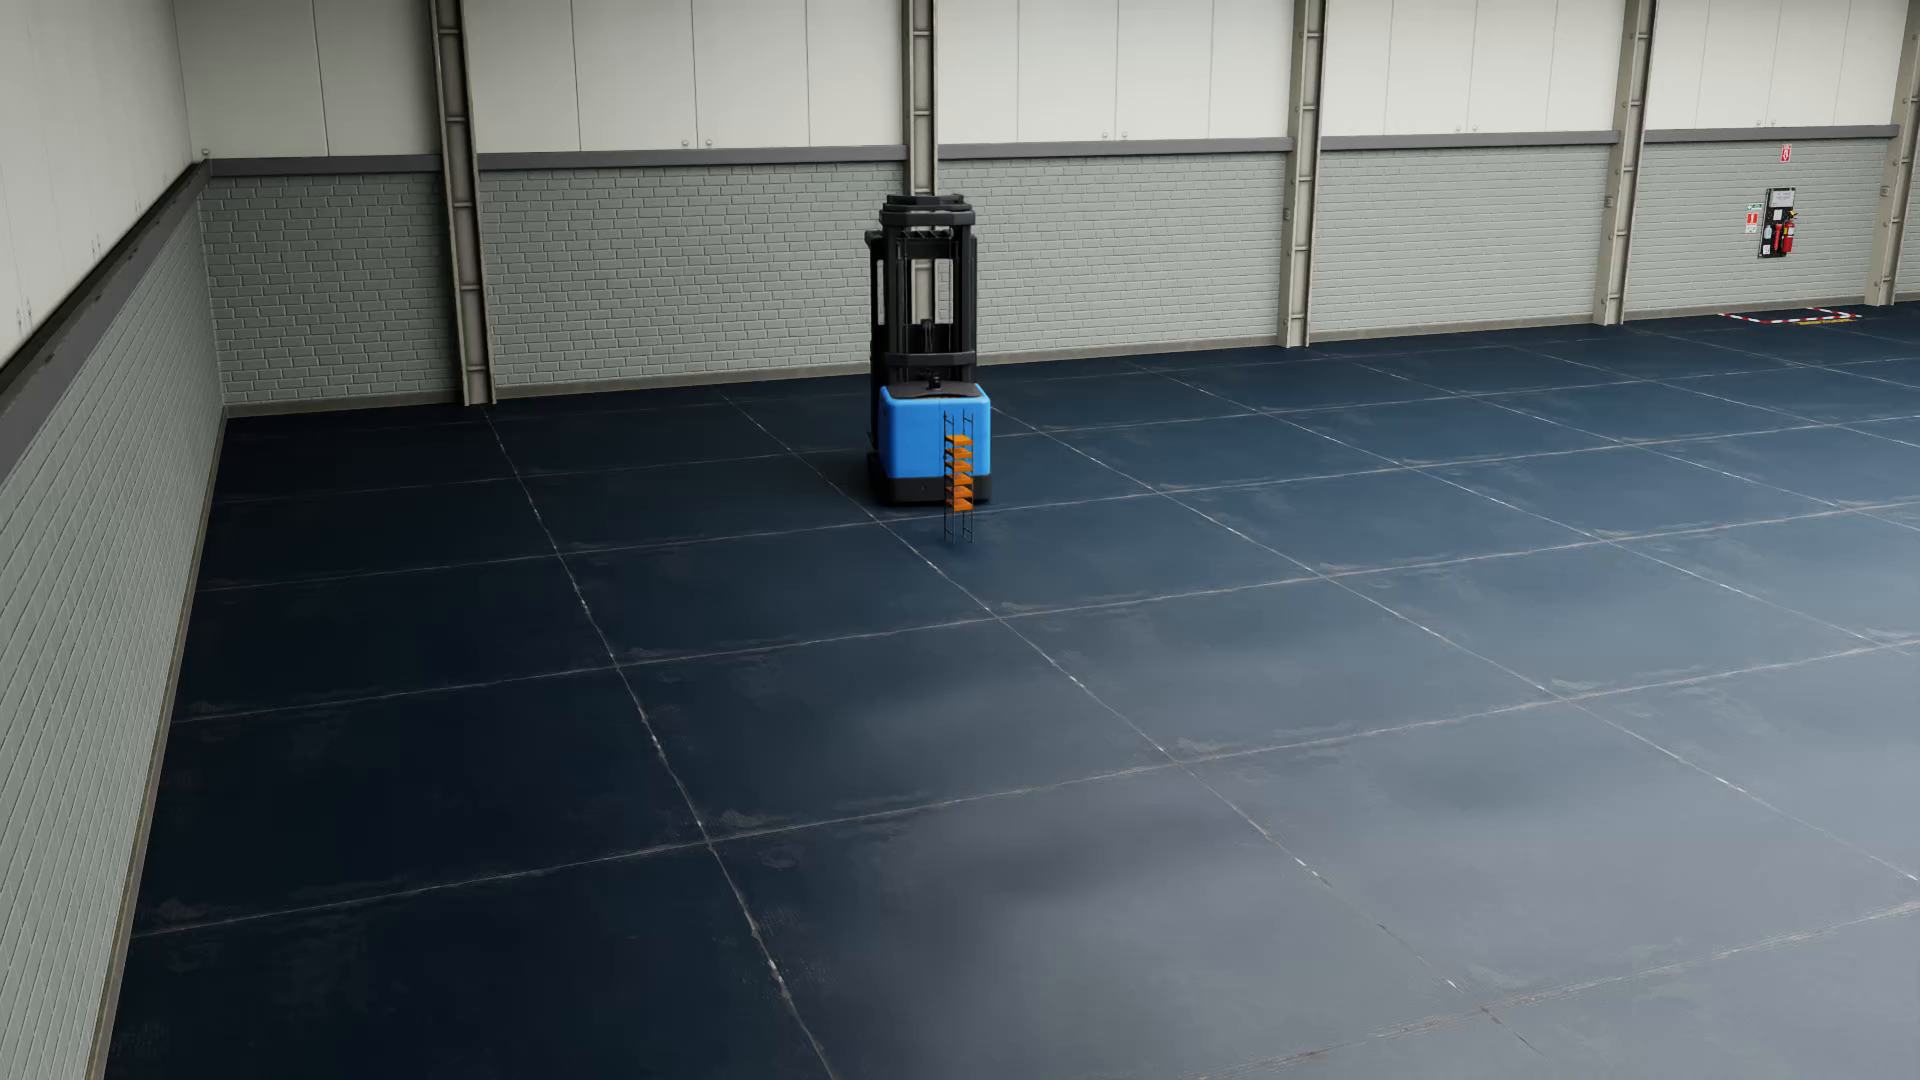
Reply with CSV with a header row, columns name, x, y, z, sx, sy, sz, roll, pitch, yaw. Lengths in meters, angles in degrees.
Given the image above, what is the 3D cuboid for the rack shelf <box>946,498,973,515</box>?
name,x,y,z,sx,sy,sz,roll,pitch,yaw
rack shelf,-0.014,-0.301,15.156,0.180,0.103,0.258,-6,17,-20

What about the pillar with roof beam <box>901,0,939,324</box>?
name,x,y,z,sx,sy,sz,roll,pitch,yaw
pillar with roof beam,1.004,-5.548,18.171,0.400,9.000,9.100,-6,17,-20

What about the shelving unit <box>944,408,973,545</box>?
name,x,y,z,sx,sy,sz,roll,pitch,yaw
shelving unit,-0.014,-0.574,15.076,0.189,1.200,0.258,-6,17,-20

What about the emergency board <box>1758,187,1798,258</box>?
name,x,y,z,sx,sy,sz,roll,pitch,yaw
emergency board,13.951,-5.378,28.239,0.643,1.169,0.194,-6,17,-20

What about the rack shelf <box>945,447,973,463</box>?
name,x,y,z,sx,sy,sz,roll,pitch,yaw
rack shelf,-0.014,-0.762,15.021,0.180,0.103,0.258,-6,17,-20

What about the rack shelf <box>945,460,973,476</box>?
name,x,y,z,sx,sy,sz,roll,pitch,yaw
rack shelf,-0.014,-0.647,15.055,0.180,0.103,0.258,-6,17,-20

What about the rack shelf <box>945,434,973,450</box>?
name,x,y,z,sx,sy,sz,roll,pitch,yaw
rack shelf,-0.014,-0.877,14.987,0.180,0.103,0.258,-6,17,-20

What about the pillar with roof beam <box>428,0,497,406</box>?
name,x,y,z,sx,sy,sz,roll,pitch,yaw
pillar with roof beam,-4.598,-4.943,16.111,0.400,9.000,9.100,-6,17,-20

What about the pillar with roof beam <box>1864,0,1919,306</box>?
name,x,y,z,sx,sy,sz,roll,pitch,yaw
pillar with roof beam,17.813,-7.363,24.351,0.400,9.000,9.100,-6,17,-20

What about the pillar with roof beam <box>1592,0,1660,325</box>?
name,x,y,z,sx,sy,sz,roll,pitch,yaw
pillar with roof beam,12.210,-6.758,22.291,0.400,9.000,9.100,-6,17,-20

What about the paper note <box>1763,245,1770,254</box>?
name,x,y,z,sx,sy,sz,roll,pitch,yaw
paper note,13.761,-4.955,28.364,0.142,0.148,0.016,-6,17,-20

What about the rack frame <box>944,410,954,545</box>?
name,x,y,z,sx,sy,sz,roll,pitch,yaw
rack frame,-0.099,-0.565,15.045,0.006,1.200,0.240,-6,17,-20

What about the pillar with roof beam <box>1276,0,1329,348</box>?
name,x,y,z,sx,sy,sz,roll,pitch,yaw
pillar with roof beam,6.607,-6.153,20.231,0.400,9.000,9.100,-6,17,-20

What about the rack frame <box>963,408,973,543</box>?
name,x,y,z,sx,sy,sz,roll,pitch,yaw
rack frame,0.072,-0.583,15.107,0.006,1.200,0.240,-6,17,-20

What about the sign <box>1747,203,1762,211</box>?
name,x,y,z,sx,sy,sz,roll,pitch,yaw
sign,13.405,-5.619,28.055,0.331,0.109,0.001,-6,17,-20

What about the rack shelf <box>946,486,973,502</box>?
name,x,y,z,sx,sy,sz,roll,pitch,yaw
rack shelf,-0.014,-0.416,15.122,0.180,0.103,0.258,-6,17,-20

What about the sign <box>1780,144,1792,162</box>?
name,x,y,z,sx,sy,sz,roll,pitch,yaw
sign,13.908,-6.515,27.999,0.199,0.298,0.001,-6,17,-20

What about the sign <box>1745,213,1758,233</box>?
name,x,y,z,sx,sy,sz,roll,pitch,yaw
sign,13.398,-5.366,28.137,0.234,0.329,0.001,-6,17,-20

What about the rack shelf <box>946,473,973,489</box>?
name,x,y,z,sx,sy,sz,roll,pitch,yaw
rack shelf,-0.014,-0.532,15.088,0.180,0.103,0.258,-6,17,-20

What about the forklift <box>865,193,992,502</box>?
name,x,y,z,sx,sy,sz,roll,pitch,yaw
forklift,-0.403,-2.146,17.355,1.130,2.935,3.031,-2,17,-8
